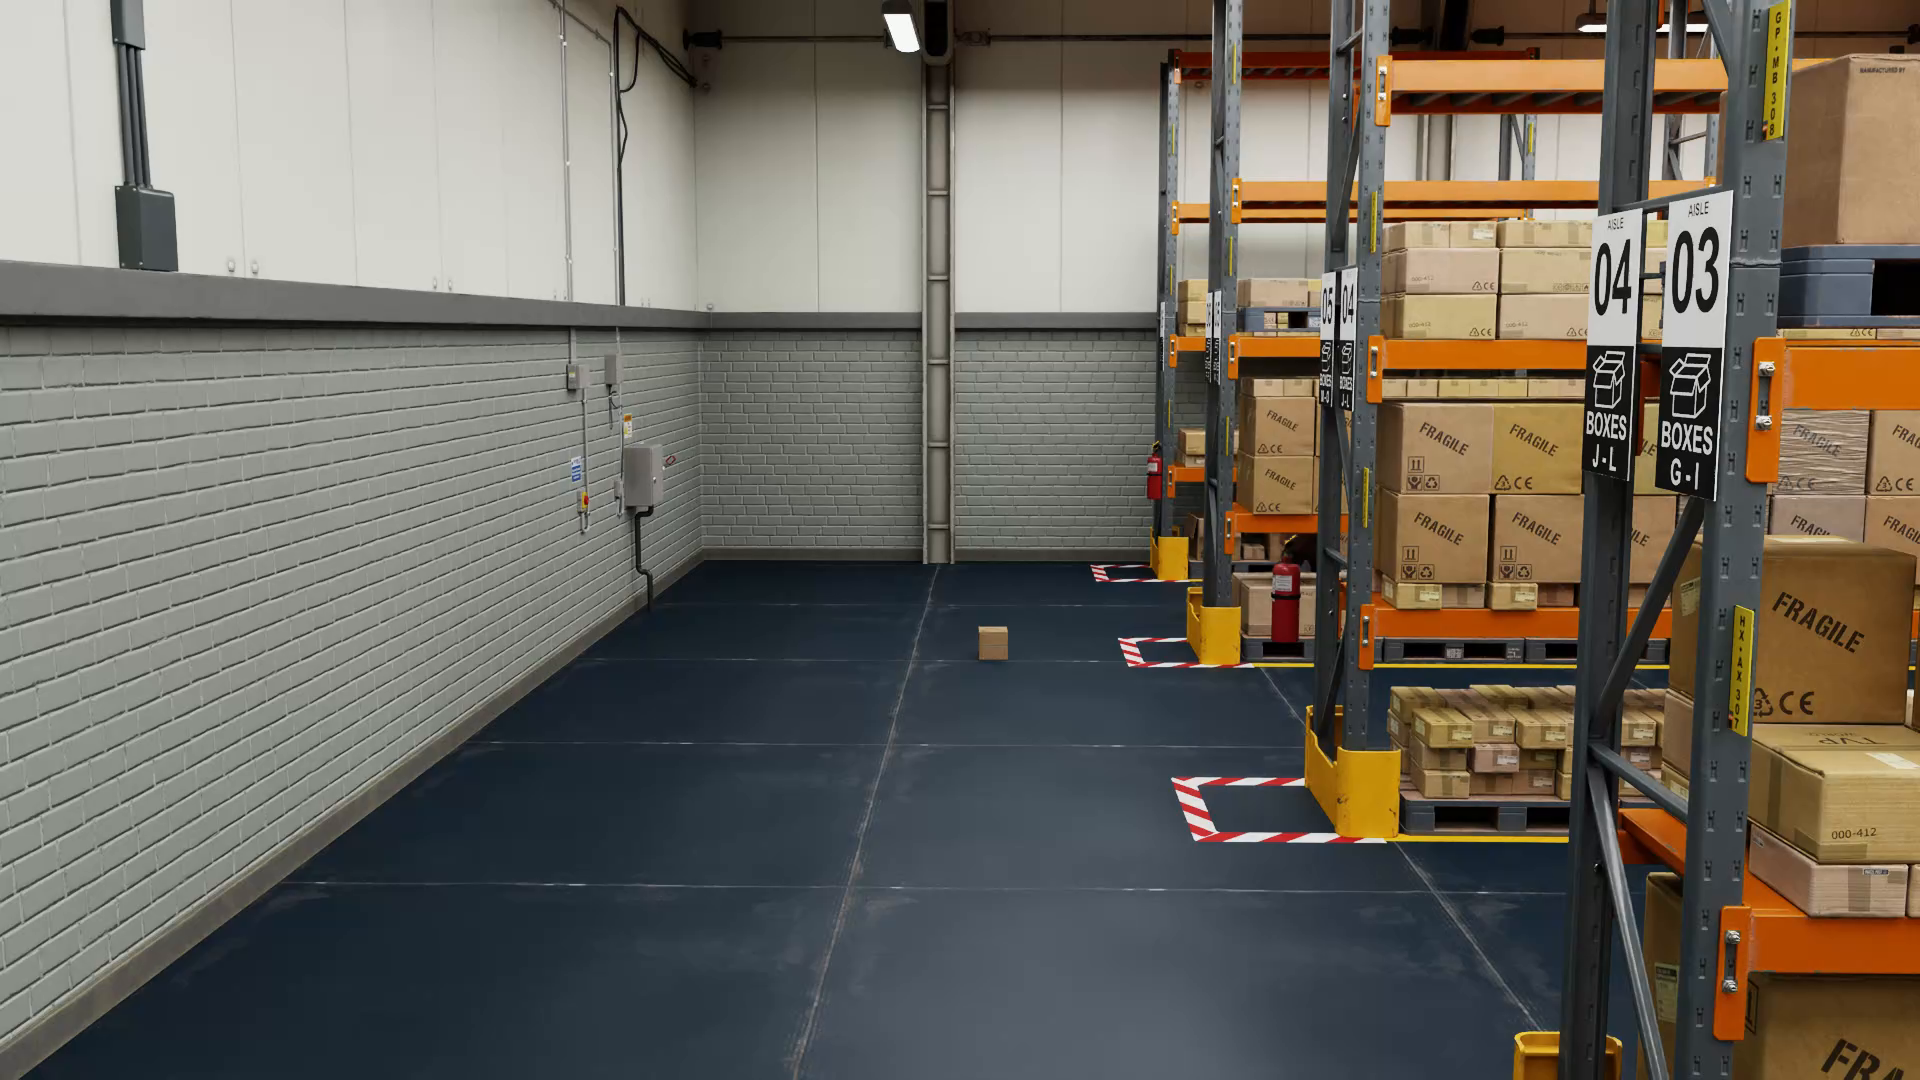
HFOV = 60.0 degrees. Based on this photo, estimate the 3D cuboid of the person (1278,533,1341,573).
[{"bbox_3d":[3.515,-0.111,16.729,1.149,1.726,0.602,-2,7,-13],"label":"person"}]
